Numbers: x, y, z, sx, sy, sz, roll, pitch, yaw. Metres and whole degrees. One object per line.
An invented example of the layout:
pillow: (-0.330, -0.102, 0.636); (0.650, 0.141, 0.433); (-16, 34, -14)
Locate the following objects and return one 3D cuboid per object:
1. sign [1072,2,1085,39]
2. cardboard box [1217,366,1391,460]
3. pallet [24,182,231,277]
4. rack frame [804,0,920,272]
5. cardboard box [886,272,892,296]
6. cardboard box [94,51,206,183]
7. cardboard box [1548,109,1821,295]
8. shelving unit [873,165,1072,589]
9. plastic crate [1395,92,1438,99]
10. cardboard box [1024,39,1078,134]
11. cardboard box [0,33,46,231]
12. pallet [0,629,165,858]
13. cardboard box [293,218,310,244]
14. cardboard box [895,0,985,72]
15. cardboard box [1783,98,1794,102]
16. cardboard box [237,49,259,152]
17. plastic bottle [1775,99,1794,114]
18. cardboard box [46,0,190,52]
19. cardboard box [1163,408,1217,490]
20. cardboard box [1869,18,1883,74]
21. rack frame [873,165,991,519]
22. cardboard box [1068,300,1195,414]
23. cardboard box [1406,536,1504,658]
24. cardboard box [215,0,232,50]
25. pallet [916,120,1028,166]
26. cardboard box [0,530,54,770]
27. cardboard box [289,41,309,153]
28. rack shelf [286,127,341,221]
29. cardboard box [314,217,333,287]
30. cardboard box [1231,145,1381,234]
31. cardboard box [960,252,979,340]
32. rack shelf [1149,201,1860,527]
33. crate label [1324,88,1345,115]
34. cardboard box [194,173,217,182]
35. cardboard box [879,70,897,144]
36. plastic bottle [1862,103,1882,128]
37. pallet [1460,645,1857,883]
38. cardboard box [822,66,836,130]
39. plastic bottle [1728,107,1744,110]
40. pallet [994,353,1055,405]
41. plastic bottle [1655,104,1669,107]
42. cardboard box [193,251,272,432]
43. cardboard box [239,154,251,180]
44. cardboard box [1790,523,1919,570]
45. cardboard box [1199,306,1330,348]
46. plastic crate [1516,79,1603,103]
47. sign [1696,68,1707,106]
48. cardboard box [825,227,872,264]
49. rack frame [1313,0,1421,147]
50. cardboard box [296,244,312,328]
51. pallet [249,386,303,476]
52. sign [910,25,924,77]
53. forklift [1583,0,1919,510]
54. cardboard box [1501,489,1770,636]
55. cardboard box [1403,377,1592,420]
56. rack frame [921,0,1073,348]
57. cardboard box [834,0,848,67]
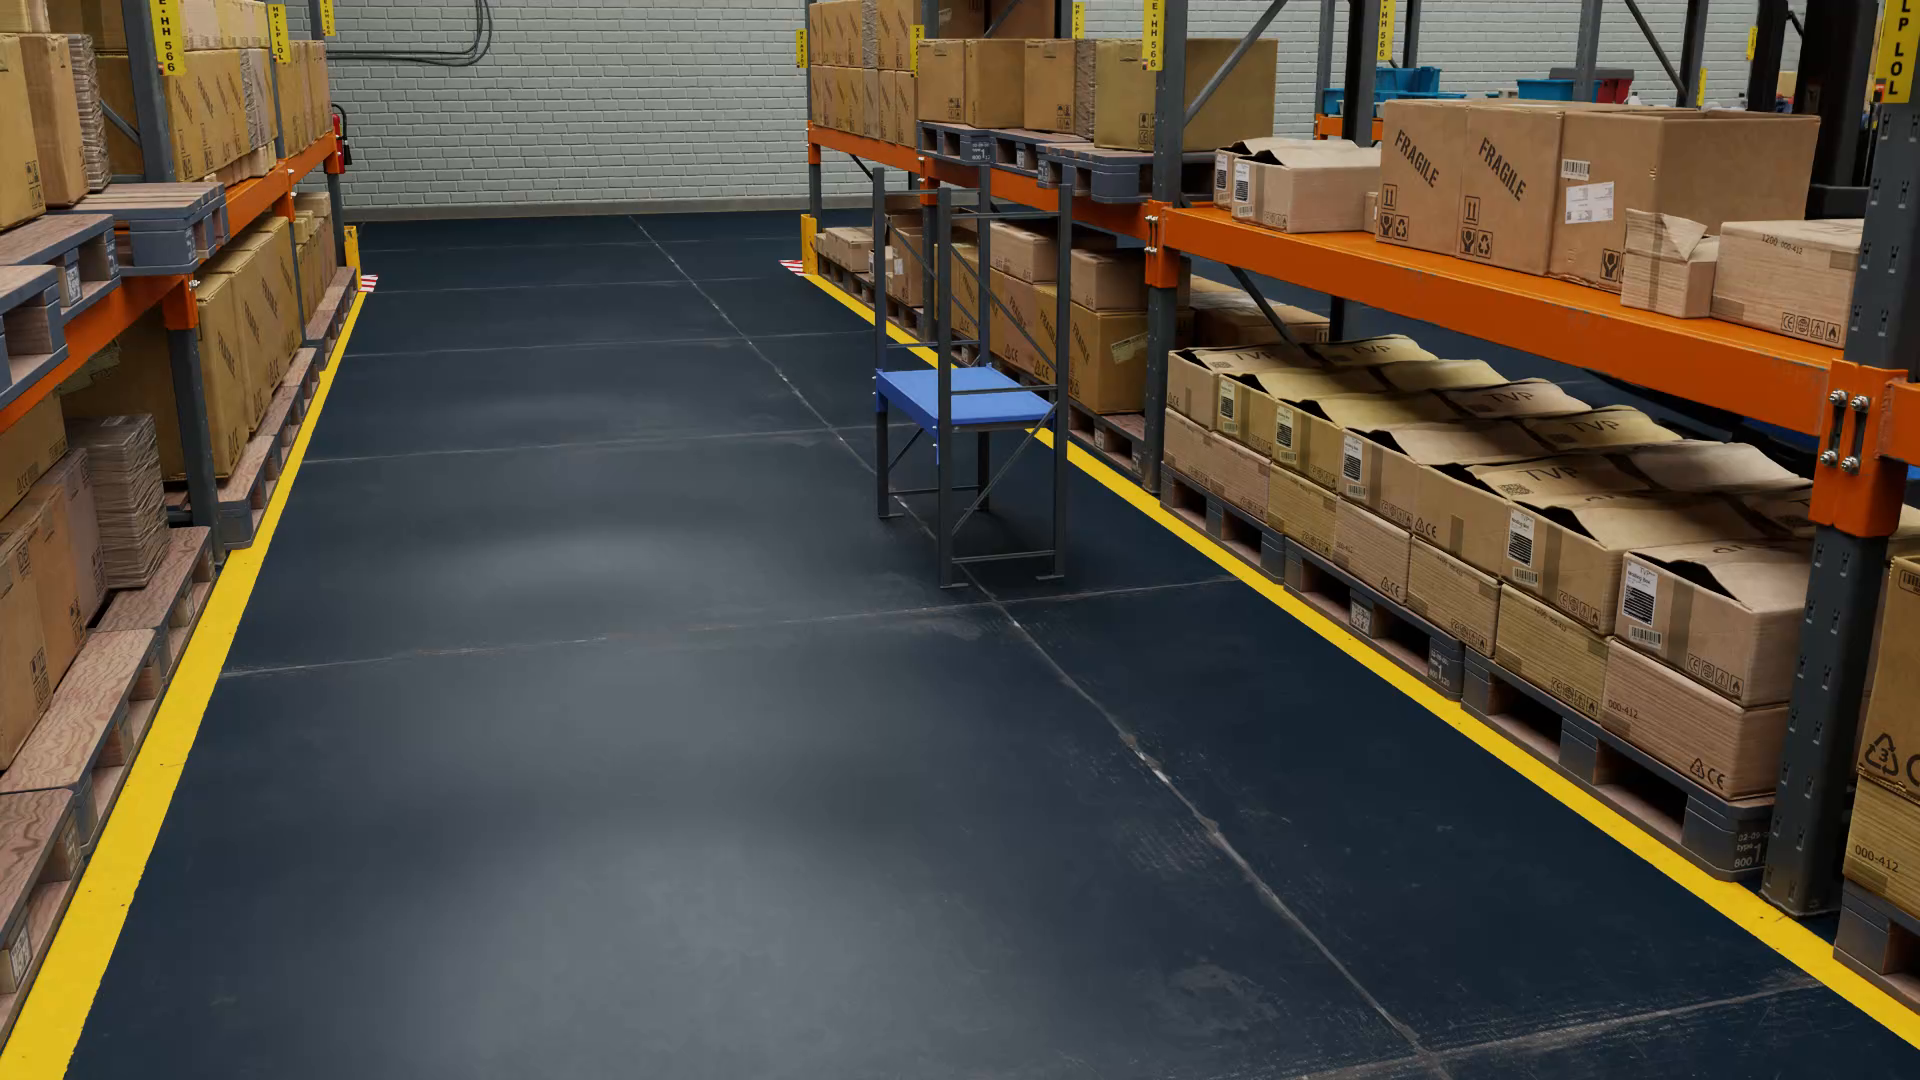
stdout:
sign: (0.778, -3.401, 11.048); (0.100, 0.325, 0.005); (-5, 17, -15)
cardboard box: (1.359, -0.536, 6.596); (0.500, 0.311, 0.500); (-5, 17, -17)
pallet: (-3.119, -1.022, 5.474); (1.213, 0.211, 1.003); (-5, 17, -15)
rack frame: (-0.854, -3.908, 14.749); (1.000, 3.000, 0.127); (-5, 17, -15)
cardboard box: (-0.344, -1.881, 12.192); (0.380, 0.149, 0.250); (-5, 17, -15)
cardboard box: (-3.304, -1.657, 6.530); (0.500, 0.500, 0.500); (-4, 17, -14)
cardboard box: (2.104, -0.996, 4.881); (0.500, 0.500, 0.500); (-3, 17, -11)
shelving unit: (0.023, -0.695, 6.658); (0.538, 1.500, 1.048); (-5, 17, -15)
plastic crate: (4.023, -3.789, 14.538); (0.416, 0.233, 0.300); (-5, 17, -15)
cardboard box: (0.791, -2.567, 9.380); (0.700, 0.500, 0.500); (-10, 19, -29)
cardboard box: (-2.914, -1.089, 4.426); (0.700, 0.500, 0.500); (-5, 17, -15)
pallet: (-2.872, 0.586, 4.635); (1.003, 0.211, 1.213); (-5, 17, -15)
cardboard box: (-4.542, -2.048, 11.043); (0.380, 0.149, 0.250); (-4, 17, -13)
cardboard box: (-0.142, -3.448, 11.305); (0.500, 0.500, 0.500); (-5, 17, -15)
cardboard box: (8.525, -4.375, 16.739); (0.380, 0.149, 0.250); (-5, 17, -16)
cardboard box: (-3.867, -2.221, 8.408); (0.500, 0.500, 0.500); (-5, 17, -15)
plastic bottle: (5.182, -2.592, 10.453); (0.144, 0.351, 0.185); (-5, 17, -15)
cardboard box: (-3.302, -2.016, 6.419); (0.500, 0.250, 0.500); (-4, 17, -14)
cardboard box: (1.207, -0.412, 7.158); (0.500, 0.250, 0.500); (-5, 17, -15)
cardboard box: (8.830, -4.685, 15.775); (0.500, 0.500, 0.500); (-5, 17, -17)
rack frame: (-0.116, -0.835, 7.126); (0.500, 1.500, 0.032); (-5, 17, -15)
cardboard box: (0.862, -0.949, 8.478); (0.500, 0.500, 0.500); (-4, 17, -13)
cardboard box: (1.773, 0.153, 5.277); (0.500, 0.250, 0.500); (-4, 17, -14)
cardboard box: (-3.730, -2.435, 7.815); (0.500, 0.250, 0.500); (-5, 17, -16)
pallet: (0.360, -2.480, 10.329); (1.003, 0.211, 1.213); (-5, 17, -15)
cardboard box: (-2.828, 0.305, 4.304); (0.700, 0.500, 0.500); (-4, 17, -15)
cardboard box: (-4.845, -2.907, 10.893); (0.980, 0.700, 0.700); (-5, 17, -17)
rack shelf: (-5.066, -2.618, 11.704); (1.077, 0.370, 4.000); (-5, 17, -15)
cardboard box: (-5.189, -2.195, 12.662); (0.700, 0.500, 0.500); (-5, 17, -15)
cardboard box: (1.405, -1.390, 6.520); (0.500, 0.311, 0.500); (-5, 17, -16)
cardboard box: (0.302, -1.516, 10.364); (0.500, 0.500, 0.500); (-4, 17, -14)
rack shelf: (1.895, -0.798, 5.644); (1.077, 0.370, 4.000); (-5, 17, -15)
crate label: (3.661, -4.153, 15.751); (0.416, 0.233, 0.303); (-5, 17, -15)
cardboard box: (-3.337, -1.452, 6.974); (0.380, 0.149, 0.250); (-4, 17, -14)
cardboard box: (-0.281, -3.110, 11.918); (0.500, 0.500, 0.500); (-4, 17, -14)
plastic bottle: (5.770, -2.586, 10.434); (0.144, 0.351, 0.185); (-5, 17, -15)
pallet: (2.204, 0.546, 4.768); (1.003, 0.211, 1.213); (-5, 17, -15)
cardboard box: (-0.838, -3.670, 13.783); (0.500, 0.500, 0.500); (-5, 17, -16)
plastic bottle: (5.171, -2.731, 11.045); (0.152, 0.276, 0.135); (-5, 17, -15)
pallet: (0.844, -0.906, 9.602); (1.003, 0.211, 1.213); (-5, 17, -15)
plastic bottle: (4.871, -2.874, 11.520); (0.152, 0.276, 0.135); (-5, 17, -15)
cardboard box: (-3.727, -0.931, 7.844); (0.750, 0.750, 0.750); (-5, 17, -16)
cardboard box: (-3.899, -1.943, 8.608); (0.380, 0.149, 0.250); (-5, 17, -15)
cardboard box: (2.570, 0.124, 4.399); (0.500, 0.311, 0.500); (-5, 17, -15)
cardboard box: (1.495, -0.857, 8.173); (0.500, 0.500, 0.500); (-4, 17, -13)
plastic crate: (4.553, -3.316, 12.700); (0.392, 0.384, 0.575); (-5, 17, -15)
sign: (5.539, -3.368, 12.469); (0.100, 0.325, 0.005); (-5, 17, -15)
cardboard box: (-0.839, -2.491, 14.045); (0.500, 0.250, 0.500); (-5, 17, -15)
rack frame: (3.910, -4.299, 16.049); (1.000, 3.000, 0.127); (-5, 17, -15)
cardboard box: (-4.623, -1.628, 10.773); (0.700, 0.500, 0.500); (-4, 17, -15)
pallet: (-3.893, -0.528, 8.343); (1.003, 0.211, 1.213); (-5, 17, -15)
sign: (-0.274, -3.171, 10.791); (0.100, 0.325, 0.005); (-5, 17, -15)
forklift: (4.063, -1.793, 7.825); (1.130, 2.935, 3.031); (-2, 17, -7)
cardboard box: (1.908, 0.025, 4.728); (0.500, 0.311, 0.500); (-4, 17, -14)
cardboard box: (2.011, -0.440, 6.277); (0.500, 0.311, 0.500); (-5, 17, -16)
rack frame: (0.246, -2.802, 11.066); (1.000, 3.000, 0.127); (-5, 17, -15)
cardboard box: (-0.701, -4.009, 13.171); (0.500, 0.500, 0.500); (-4, 17, -14)
